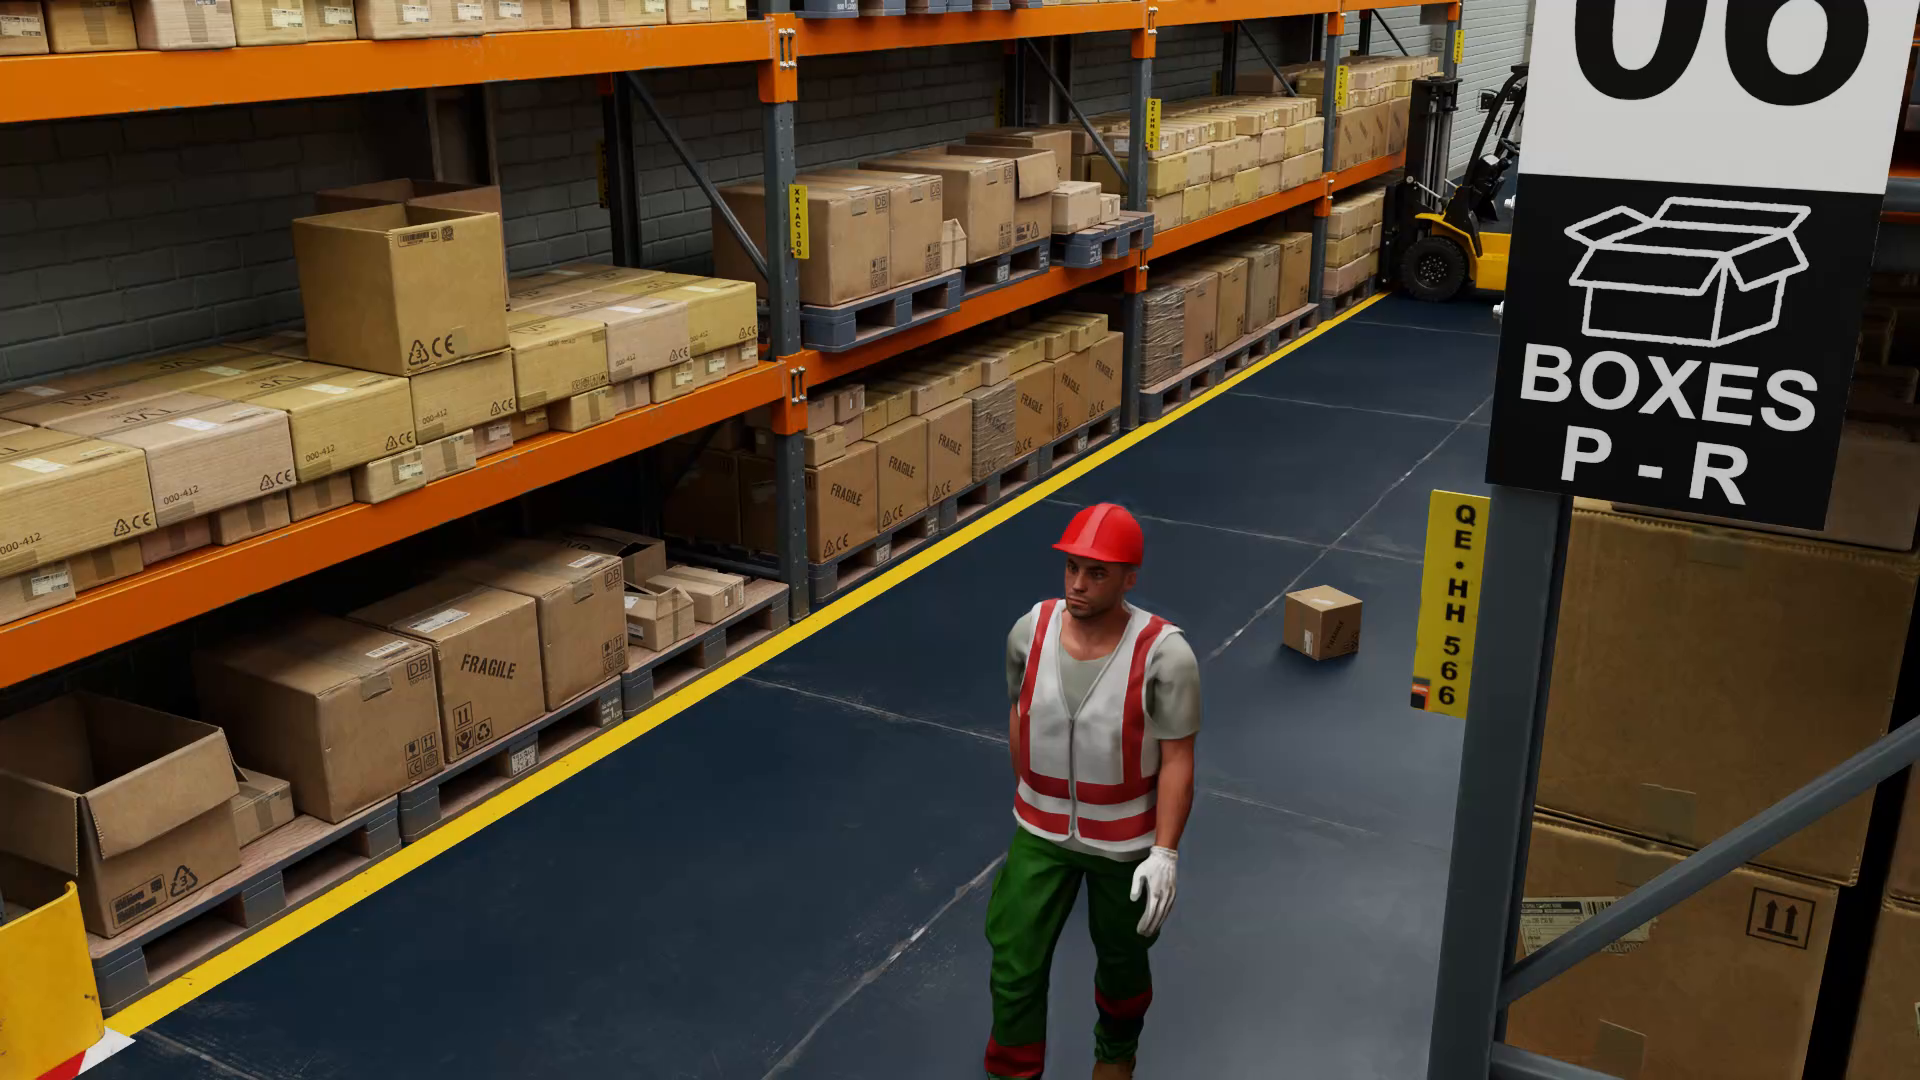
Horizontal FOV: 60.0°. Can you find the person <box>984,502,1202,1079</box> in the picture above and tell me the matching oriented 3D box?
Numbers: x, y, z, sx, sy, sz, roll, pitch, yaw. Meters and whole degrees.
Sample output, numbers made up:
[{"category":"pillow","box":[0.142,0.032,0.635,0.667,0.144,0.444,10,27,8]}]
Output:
[{"category":"person","box":[0.309,0.799,4.220,0.539,1.796,0.794,7,20,19]}]
